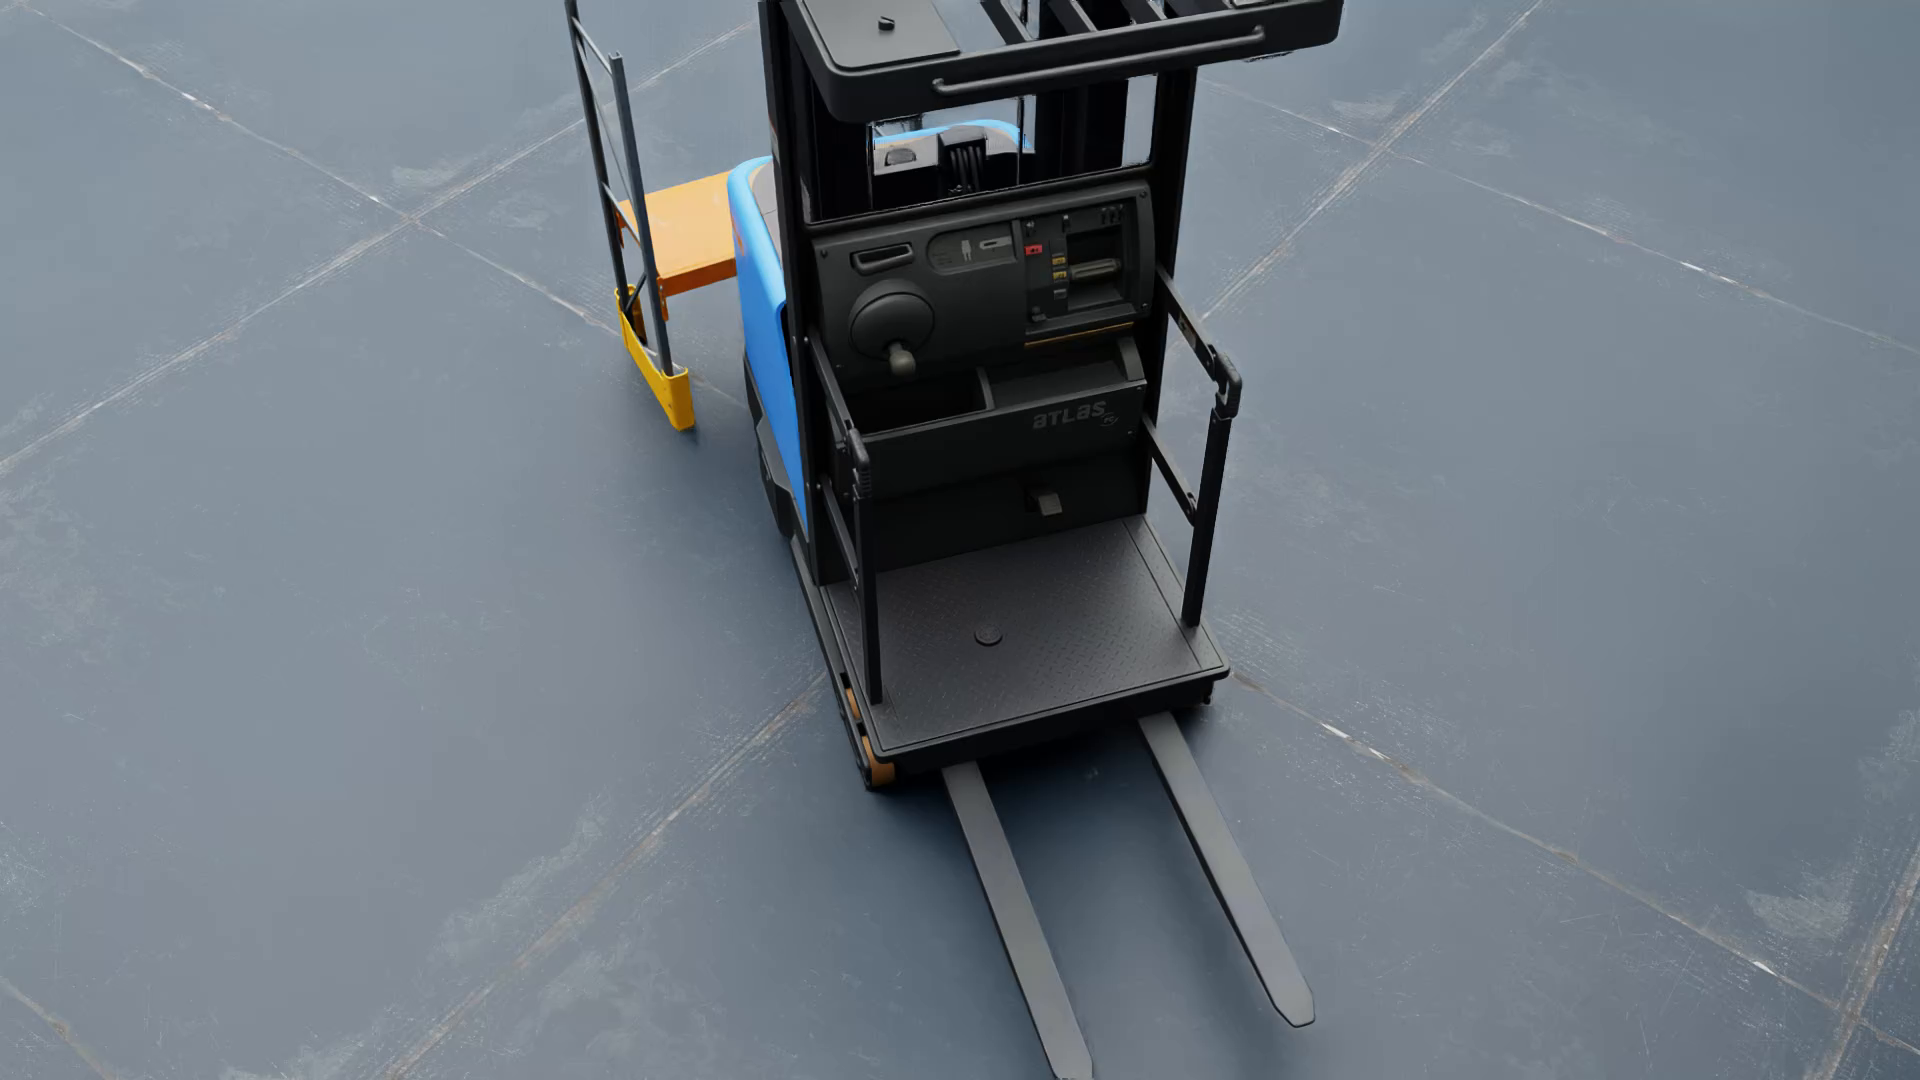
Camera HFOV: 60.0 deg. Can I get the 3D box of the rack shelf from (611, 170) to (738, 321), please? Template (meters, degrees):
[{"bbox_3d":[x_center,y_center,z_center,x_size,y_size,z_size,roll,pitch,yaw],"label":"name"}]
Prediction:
[{"bbox_3d":[-0.712,-1.161,6.071,1.000,0.185,0.538,-21,50,-19],"label":"rack shelf"}]

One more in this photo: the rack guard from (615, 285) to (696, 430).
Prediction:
[{"bbox_3d":[-1.145,-0.690,6.236,0.087,0.250,0.587,-21,50,-19],"label":"rack guard"}]

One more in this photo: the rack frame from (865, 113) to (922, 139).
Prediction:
[{"bbox_3d":[-0.261,-1.455,6.103,0.032,1.500,0.500,-21,50,-19],"label":"rack frame"}]

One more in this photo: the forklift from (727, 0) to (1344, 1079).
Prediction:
[{"bbox_3d":[0.144,-0.598,4.294,1.130,2.935,3.031,-13,48,-12],"label":"forklift"}]

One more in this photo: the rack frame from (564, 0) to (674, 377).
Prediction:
[{"bbox_3d":[-1.163,-1.115,5.778,0.032,1.500,0.500,-21,50,-19],"label":"rack frame"}]

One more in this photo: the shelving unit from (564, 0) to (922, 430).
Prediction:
[{"bbox_3d":[-0.704,-1.288,5.943,1.083,1.500,0.587,-21,50,-19],"label":"shelving unit"}]
